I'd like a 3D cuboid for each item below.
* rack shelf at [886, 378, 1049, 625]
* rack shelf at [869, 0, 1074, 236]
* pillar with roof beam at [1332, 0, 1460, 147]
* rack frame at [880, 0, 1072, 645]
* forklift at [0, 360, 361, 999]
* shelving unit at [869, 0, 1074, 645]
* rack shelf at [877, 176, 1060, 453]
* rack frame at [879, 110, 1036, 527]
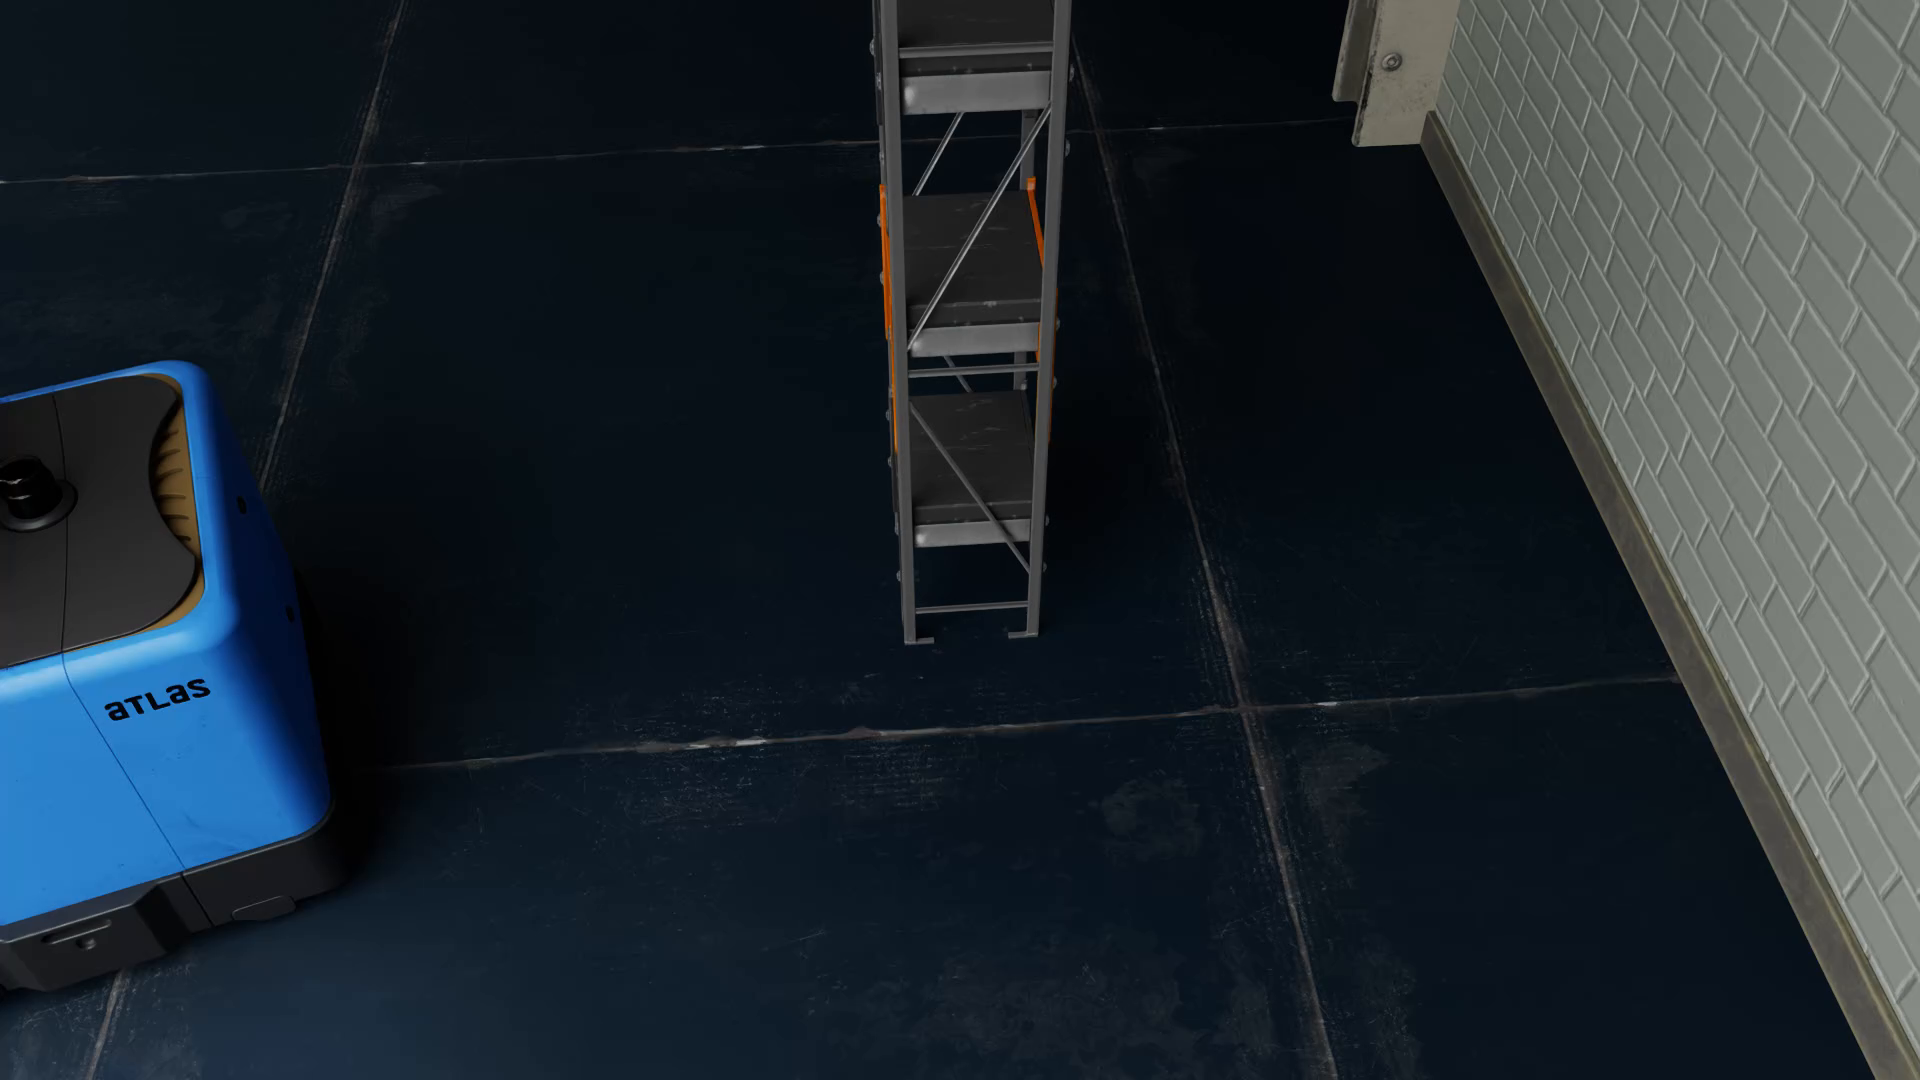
[{"bbox_3d":[0.014,-0.112,4.892,0.431,0.518,0.480,-3,47,-3],"label":"rack shelf"},{"bbox_3d":[0.014,-1.074,3.876,0.431,0.518,0.480,-3,47,-3],"label":"rack shelf"},{"bbox_3d":[-2.548,-4.586,3.395,9.100,9.000,0.400,-3,47,-3],"label":"pillar with roof beam"},{"bbox_3d":[0.034,-0.426,4.207,0.400,2.100,0.015,-3,47,-3],"label":"rack frame"},{"bbox_3d":[-3.142,-0.024,3.254,3.031,2.935,1.130,-16,49,-15],"label":"forklift"},{"bbox_3d":[0.014,-0.602,4.374,0.431,2.100,0.503,-3,47,-3],"label":"shelving unit"},{"bbox_3d":[0.014,-0.593,4.384,0.431,0.518,0.480,-3,47,-3],"label":"rack shelf"},{"bbox_3d":[-0.007,-0.779,4.541,0.400,2.100,0.015,-3,47,-3],"label":"rack frame"}]
